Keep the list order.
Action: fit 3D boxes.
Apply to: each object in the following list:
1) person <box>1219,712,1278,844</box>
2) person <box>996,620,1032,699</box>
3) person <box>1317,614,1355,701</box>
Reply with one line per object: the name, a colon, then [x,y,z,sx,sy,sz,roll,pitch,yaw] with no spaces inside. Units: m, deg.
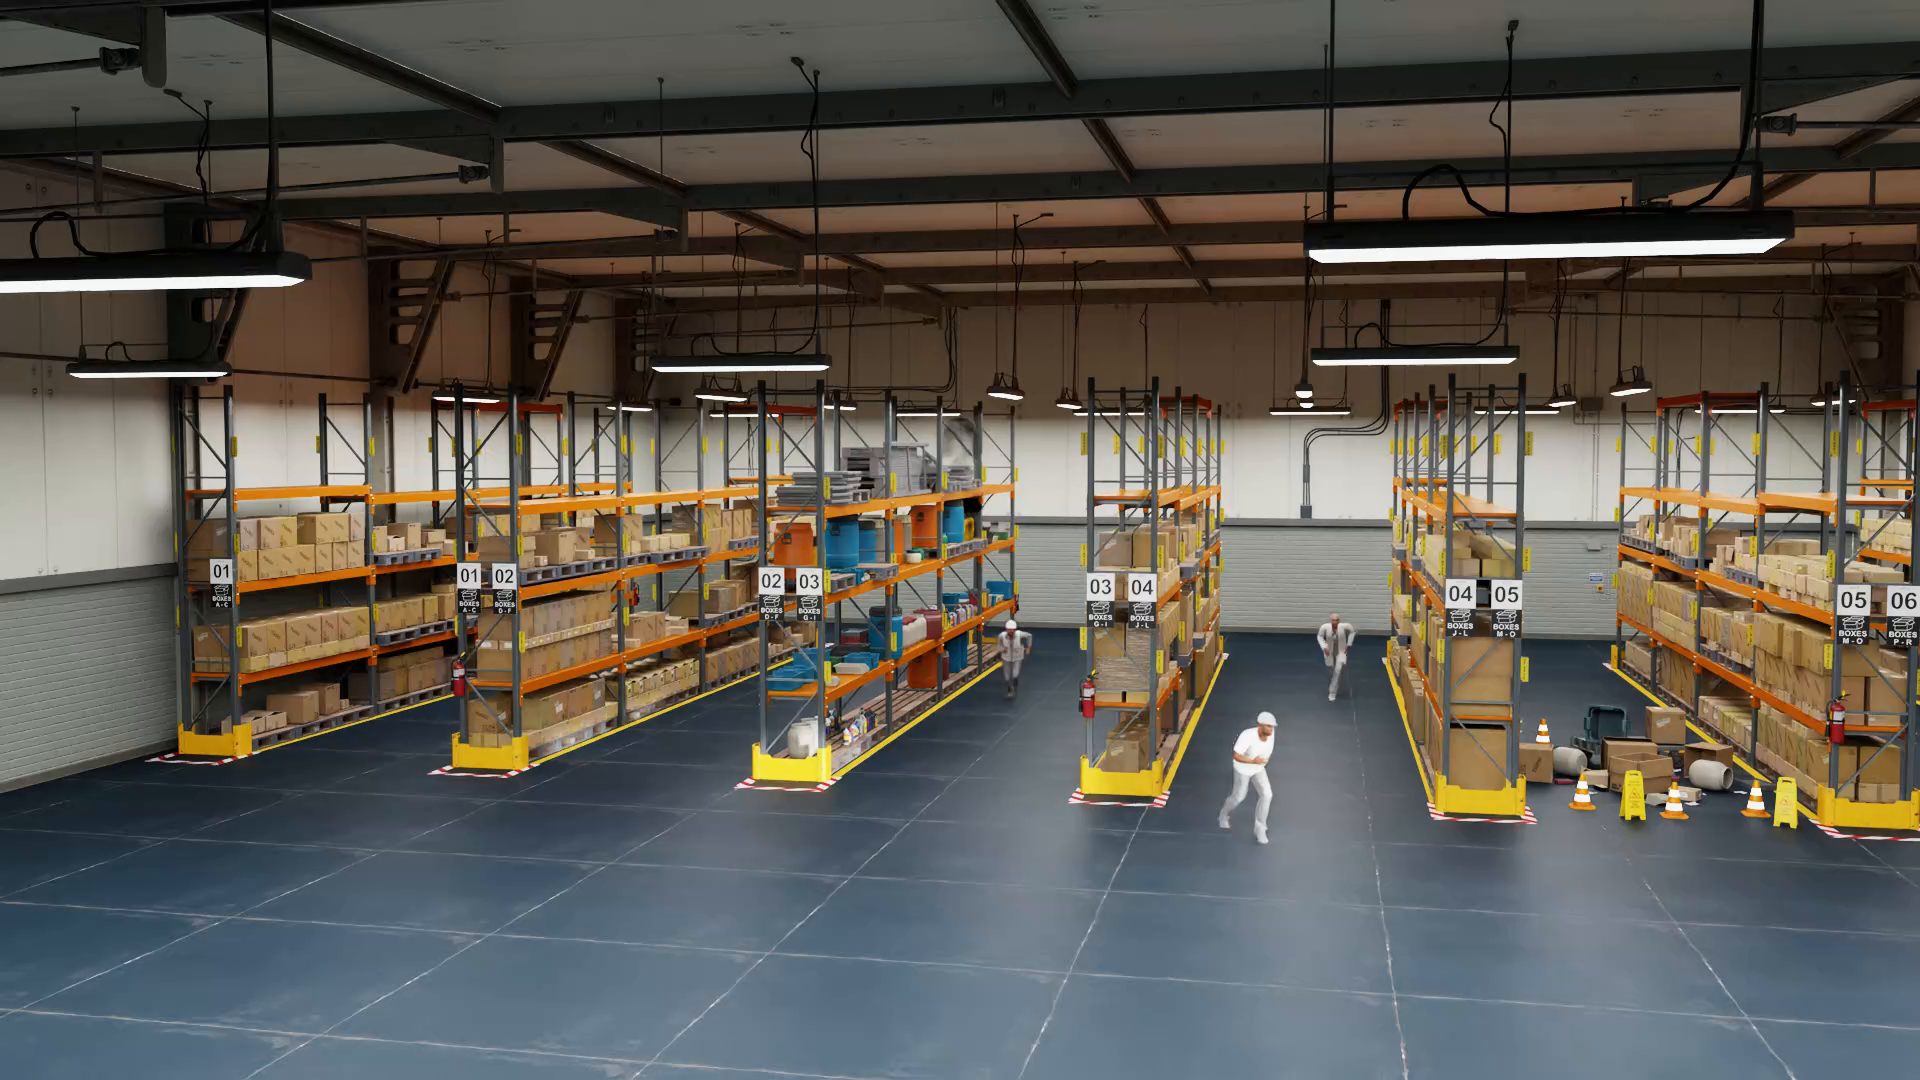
person: [3.693,3.007,21.271,0.746,1.712,1.028,-2,4,-31]
person: [1.063,2.351,32.707,0.690,1.608,0.928,0,3,6]
person: [7.520,2.307,33.285,0.740,1.738,1.048,1,3,12]
